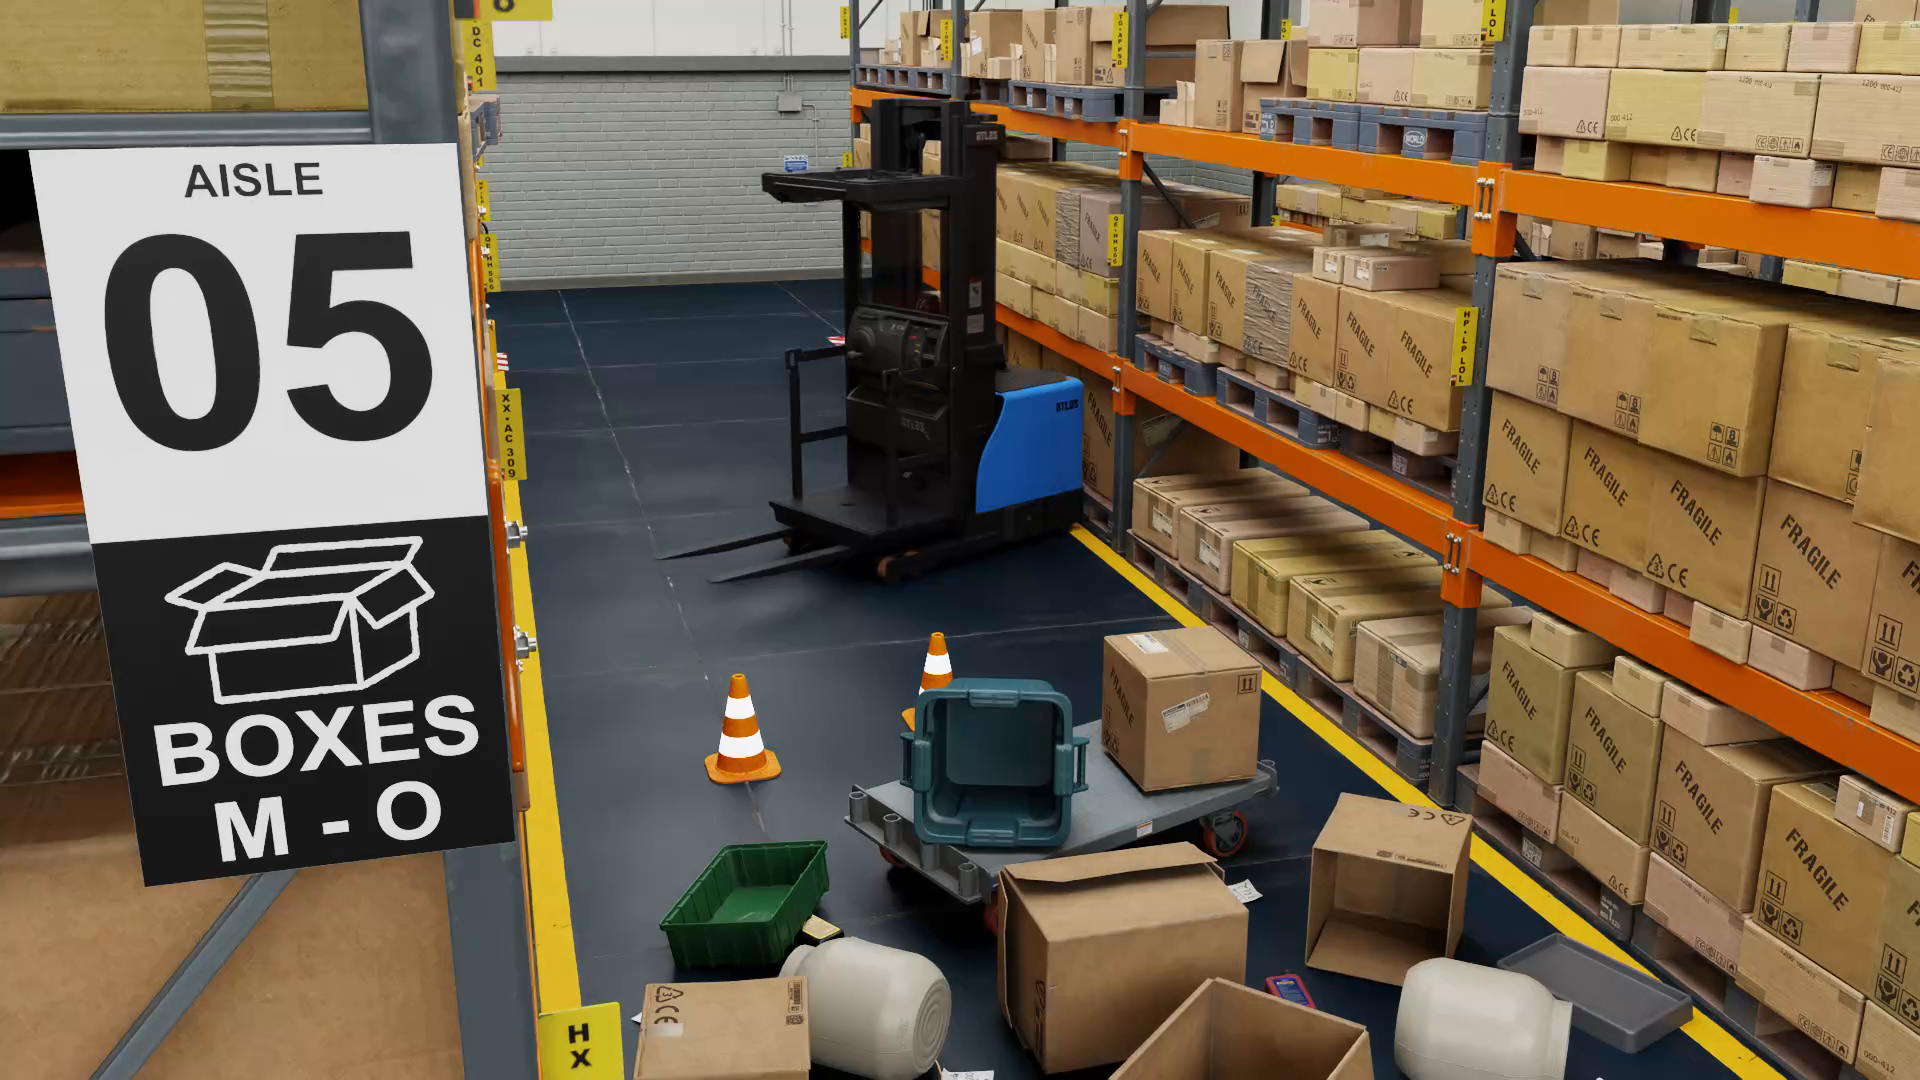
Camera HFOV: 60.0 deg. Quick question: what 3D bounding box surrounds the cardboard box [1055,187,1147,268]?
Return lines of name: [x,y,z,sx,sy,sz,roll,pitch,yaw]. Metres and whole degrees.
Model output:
cardboard box: [0.978,-2.186,11.604,0.500,0.500,0.500,-4,17,-14]

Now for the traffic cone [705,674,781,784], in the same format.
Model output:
traffic cone: [-1.028,0.855,7.802,0.336,0.463,0.334,-5,17,-15]

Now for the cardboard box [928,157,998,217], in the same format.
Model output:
cardboard box: [0.026,-3.138,14.771,0.500,0.500,0.500,-5,17,-16]

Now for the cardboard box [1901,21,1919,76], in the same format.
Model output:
cardboard box: [2.889,-1.373,4.645,0.380,0.149,0.250,-4,17,-14]

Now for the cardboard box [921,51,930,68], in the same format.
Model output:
cardboard box: [-0.134,-4.292,14.845,0.380,0.149,0.250,-4,17,-14]

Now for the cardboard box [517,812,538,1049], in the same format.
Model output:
cardboard box: [-1.363,0.750,3.479,0.875,0.550,0.550,-5,17,-15]

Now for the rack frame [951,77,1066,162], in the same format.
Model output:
rack frame: [0.422,-2.502,14.568,1.000,3.000,0.127,-5,17,-15]

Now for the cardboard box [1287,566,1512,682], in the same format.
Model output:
cardboard box: [2.273,0.425,8.662,0.950,0.372,0.625,-4,17,-12]

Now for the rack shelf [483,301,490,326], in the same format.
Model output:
rack shelf: [-3.760,-1.185,11.434,1.077,0.370,4.000,-5,17,-15]

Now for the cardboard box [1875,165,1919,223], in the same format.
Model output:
cardboard box: [2.887,-0.997,4.780,0.380,0.149,0.250,-5,17,-16]

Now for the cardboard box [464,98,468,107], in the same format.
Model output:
cardboard box: [-0.937,-0.589,2.517,0.380,0.149,0.250,-5,17,-15]

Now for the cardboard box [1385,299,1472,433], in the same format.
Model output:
cardboard box: [2.272,-0.790,7.448,0.500,0.500,0.500,-5,17,-16]

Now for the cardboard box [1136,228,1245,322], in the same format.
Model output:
cardboard box: [1.422,-1.644,10.291,0.500,0.500,0.500,-5,17,-17]

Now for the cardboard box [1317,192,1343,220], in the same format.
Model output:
cardboard box: [4.241,-3.646,18.121,0.500,0.250,0.500,-5,17,-16]

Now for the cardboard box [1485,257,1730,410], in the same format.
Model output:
cardboard box: [2.533,-0.820,6.538,0.700,0.500,0.500,-5,17,-16]

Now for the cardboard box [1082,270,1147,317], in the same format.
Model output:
cardboard box: [1.143,-1.677,11.213,0.500,0.250,0.500,-5,17,-15]

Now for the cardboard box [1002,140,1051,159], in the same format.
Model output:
cardboard box: [0.584,-3.447,14.675,0.380,0.149,0.250,-5,17,-16]

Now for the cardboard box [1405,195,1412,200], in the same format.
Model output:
cardboard box: [4.891,-3.542,17.772,0.500,0.250,0.500,-5,17,-15]

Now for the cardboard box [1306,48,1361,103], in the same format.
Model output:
cardboard box: [2.047,-2.287,8.167,0.500,0.250,0.500,-4,17,-15]

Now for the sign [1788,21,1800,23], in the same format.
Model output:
sign: [5.770,-3.431,11.547,0.100,0.325,0.005,-5,17,-15]

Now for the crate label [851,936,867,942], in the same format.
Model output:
crate label: [-0.387,1.559,6.023,0.250,0.136,0.298,11,20,32]

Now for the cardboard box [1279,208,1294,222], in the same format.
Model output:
cardboard box: [3.920,-3.769,19.222,0.380,0.149,0.250,-5,17,-16]

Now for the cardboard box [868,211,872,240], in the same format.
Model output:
cardboard box: [-0.656,-3.363,17.261,0.500,0.500,0.500,-5,17,-16]

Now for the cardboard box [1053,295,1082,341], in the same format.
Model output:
cardboard box: [0.977,-1.583,11.770,0.500,0.250,0.500,-4,17,-14]

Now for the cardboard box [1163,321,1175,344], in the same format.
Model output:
cardboard box: [1.477,-1.291,10.243,0.380,0.149,0.250,-6,18,-19]

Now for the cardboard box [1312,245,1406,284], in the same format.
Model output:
cardboard box: [1.976,-1.365,8.233,0.380,0.149,0.250,-5,18,-18]

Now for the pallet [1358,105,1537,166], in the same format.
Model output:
pallet: [2.553,-1.815,7.393,1.213,0.211,1.003,-5,17,-15]

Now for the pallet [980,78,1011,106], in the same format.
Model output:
pallet: [0.721,-3.597,13.333,0.805,0.209,1.217,-5,18,-17]

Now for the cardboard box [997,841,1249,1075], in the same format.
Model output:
cardboard box: [0.537,1.404,5.667,0.797,0.637,0.503,-5,17,-15]

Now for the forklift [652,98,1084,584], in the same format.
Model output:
forklift: [-0.565,-1.300,10.686,3.031,2.935,1.130,-15,22,-40]

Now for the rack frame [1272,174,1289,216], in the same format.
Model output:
rack frame: [4.094,-4.002,19.561,1.000,3.000,0.127,-5,17,-15]

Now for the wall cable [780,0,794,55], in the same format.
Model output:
wall cable: [-2.512,-8.033,22.552,0.463,3.000,0.029,-5,17,-15]

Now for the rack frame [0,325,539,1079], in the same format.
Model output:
rack frame: [-1.012,1.236,2.122,1.000,3.000,0.127,-5,17,-15]

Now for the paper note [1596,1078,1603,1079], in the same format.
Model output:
paper note: [2.103,1.800,5.405,0.142,0.019,0.148,-12,20,-34]

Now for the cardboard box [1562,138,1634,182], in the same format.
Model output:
cardboard box: [2.486,-1.423,6.197,0.380,0.149,0.250,-5,17,-15]

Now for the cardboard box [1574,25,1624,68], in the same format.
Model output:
cardboard box: [2.492,-1.805,6.083,0.380,0.149,0.250,-4,17,-14]

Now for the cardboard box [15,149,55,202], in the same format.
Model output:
cardboard box: [-1.638,-0.605,2.570,0.380,0.149,0.250,-5,17,-15]

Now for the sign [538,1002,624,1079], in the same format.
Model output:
sign: [-0.477,0.742,2.126,0.100,0.325,0.005,-5,17,-15]

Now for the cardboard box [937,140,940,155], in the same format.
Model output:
cardboard box: [0.004,-3.551,15.020,0.380,0.149,0.250,-5,17,-15]

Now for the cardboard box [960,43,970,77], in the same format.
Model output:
cardboard box: [0.223,-3.909,13.542,0.396,0.266,0.258,-5,17,-16]

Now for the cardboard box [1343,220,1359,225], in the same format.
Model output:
cardboard box: [4.319,-3.338,17.786,0.380,0.149,0.250,-4,17,-14]

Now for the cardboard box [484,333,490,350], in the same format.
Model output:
cardboard box: [-2.693,-0.783,8.670,0.500,0.500,0.500,-5,17,-15]

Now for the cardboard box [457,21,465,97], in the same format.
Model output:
cardboard box: [-1.039,-0.814,2.573,0.500,0.250,0.500,-5,17,-16]

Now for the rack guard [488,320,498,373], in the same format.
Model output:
rack guard: [-5.389,-1.971,17.145,1.175,0.500,0.348,-5,17,-15]

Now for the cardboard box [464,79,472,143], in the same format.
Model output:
cardboard box: [-1.352,-1.008,3.911,0.380,0.149,0.250,-5,17,-16]

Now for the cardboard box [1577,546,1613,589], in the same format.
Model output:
cardboard box: [2.620,0.080,6.407,0.380,0.149,0.250,-5,17,-16]

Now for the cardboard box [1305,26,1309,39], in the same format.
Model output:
cardboard box: [4.096,-5.464,18.088,0.500,0.250,0.500,-5,17,-16]

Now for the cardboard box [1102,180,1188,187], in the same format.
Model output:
cardboard box: [1.347,-2.359,12.179,0.500,0.500,0.500,-4,17,-14]

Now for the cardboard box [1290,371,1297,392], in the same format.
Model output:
cardboard box: [1.973,-0.855,8.791,0.380,0.149,0.250,-5,18,-17]

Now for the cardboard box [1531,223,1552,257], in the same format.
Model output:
cardboard box: [5.206,-2.618,14.456,0.396,0.266,0.258,-4,17,-13]

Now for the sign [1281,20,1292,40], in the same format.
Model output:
sign: [2.043,-3.122,10.519,0.100,0.325,0.005,-5,17,-15]

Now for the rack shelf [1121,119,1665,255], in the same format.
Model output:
rack shelf: [2.070,-1.935,8.715,1.077,0.370,4.000,-5,17,-15]

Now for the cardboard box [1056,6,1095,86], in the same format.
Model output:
cardboard box: [1.066,-3.340,11.240,0.700,0.500,0.500,-6,18,-18]

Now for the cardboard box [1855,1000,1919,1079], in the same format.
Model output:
cardboard box: [3.104,1.587,5.005,0.500,0.250,0.500,-5,17,-15]

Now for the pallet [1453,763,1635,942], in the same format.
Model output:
pallet: [2.839,1.229,6.993,1.003,0.211,1.213,-5,17,-15]

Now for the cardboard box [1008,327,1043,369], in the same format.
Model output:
cardboard box: [0.925,-1.271,13.433,0.875,0.875,0.875,-4,17,-14]

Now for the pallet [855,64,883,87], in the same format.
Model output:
pallet: [-0.464,-4.798,17.152,1.003,0.211,1.213,-5,17,-15]

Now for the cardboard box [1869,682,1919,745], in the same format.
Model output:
cardboard box: [2.992,0.503,5.001,0.380,0.149,0.250,-5,17,-16]

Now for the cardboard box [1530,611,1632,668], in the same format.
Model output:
cardboard box: [2.499,0.381,6.590,0.380,0.149,0.250,-4,17,-14]

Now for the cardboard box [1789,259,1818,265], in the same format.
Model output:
cardboard box: [6.097,-2.036,11.716,0.380,0.149,0.250,-4,17,-14]
